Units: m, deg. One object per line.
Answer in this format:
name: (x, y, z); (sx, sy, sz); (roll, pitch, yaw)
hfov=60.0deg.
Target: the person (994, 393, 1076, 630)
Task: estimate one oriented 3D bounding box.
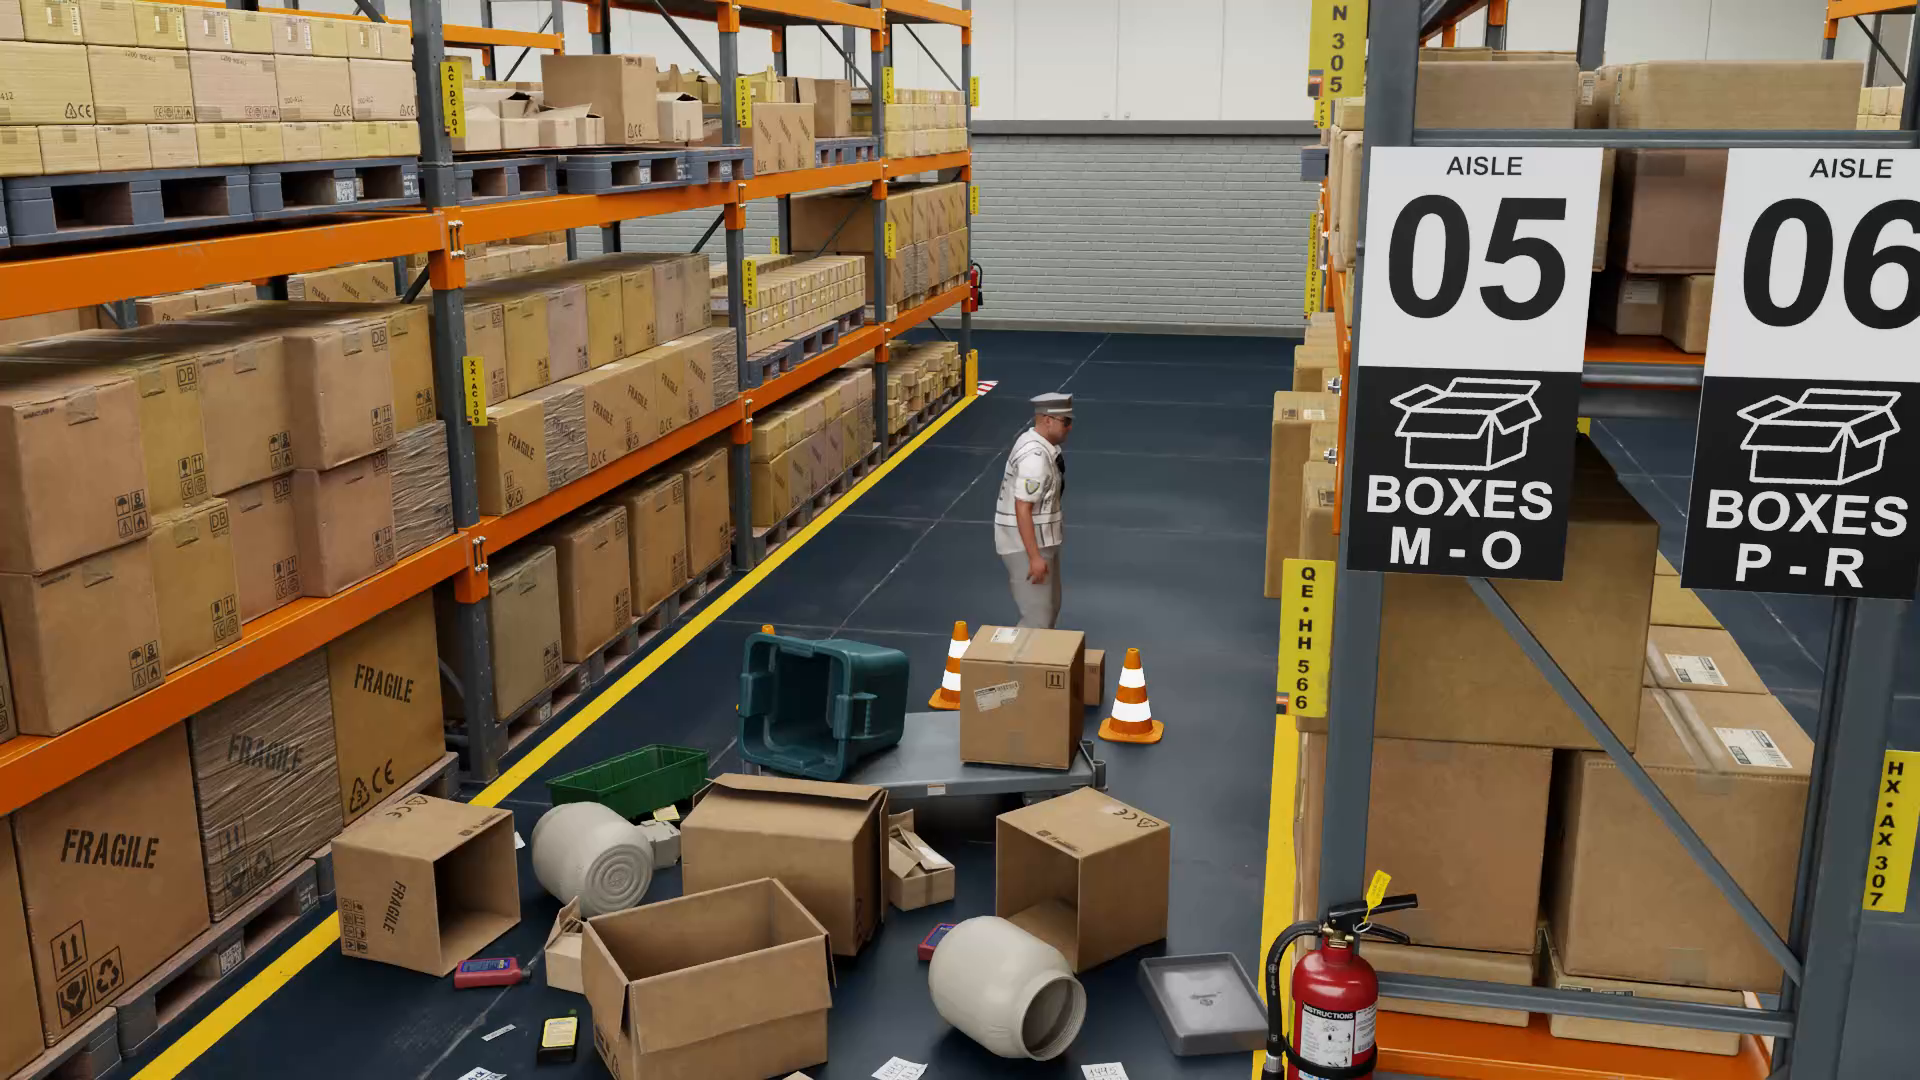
person: (0.420, 0.040, 9.342); (0.435, 1.748, 0.590); (3, 15, 11)
